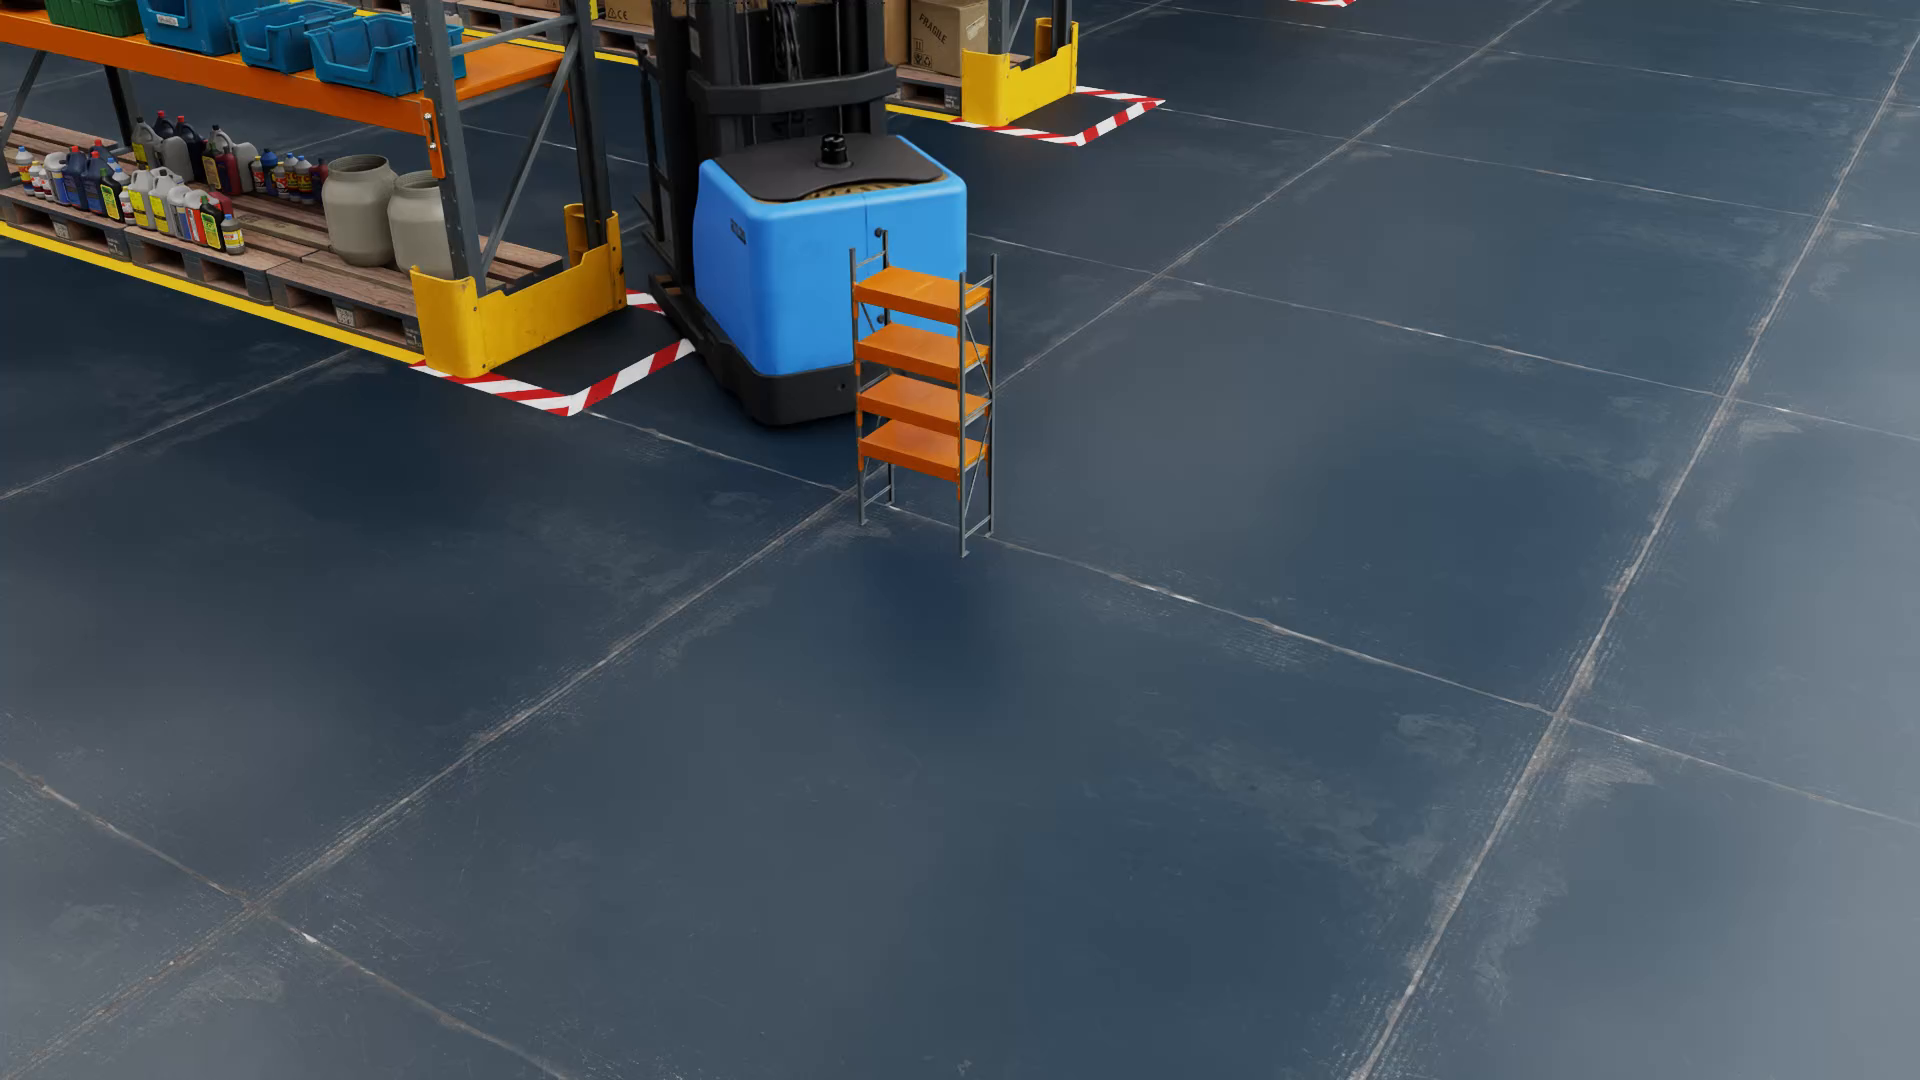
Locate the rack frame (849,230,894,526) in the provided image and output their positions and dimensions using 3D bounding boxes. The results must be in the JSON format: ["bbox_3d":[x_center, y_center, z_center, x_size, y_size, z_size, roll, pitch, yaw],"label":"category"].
[{"bbox_3d":[-0.347,-0.628,6.636,0.015,1.200,0.240,18,35,27],"label":"rack frame"}]

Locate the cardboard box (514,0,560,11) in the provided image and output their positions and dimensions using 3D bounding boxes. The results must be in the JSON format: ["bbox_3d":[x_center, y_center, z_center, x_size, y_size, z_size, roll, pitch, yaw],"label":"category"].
[{"bbox_3d":[-3.388,-4.833,14.102,0.500,0.500,0.700,15,33,24],"label":"cardboard box"}]

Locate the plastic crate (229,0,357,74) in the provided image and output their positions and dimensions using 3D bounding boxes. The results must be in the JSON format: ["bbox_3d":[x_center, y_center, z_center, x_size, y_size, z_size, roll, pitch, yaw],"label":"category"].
[{"bbox_3d":[-3.255,-2.482,8.175,0.408,0.251,0.499,18,35,27],"label":"plastic crate"}]

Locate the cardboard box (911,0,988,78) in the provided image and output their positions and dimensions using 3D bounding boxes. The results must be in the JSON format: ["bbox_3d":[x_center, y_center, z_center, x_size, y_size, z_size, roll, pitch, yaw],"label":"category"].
[{"bbox_3d":[-0.012,-3.754,12.271,0.500,0.500,0.500,25,39,36],"label":"cardboard box"}]

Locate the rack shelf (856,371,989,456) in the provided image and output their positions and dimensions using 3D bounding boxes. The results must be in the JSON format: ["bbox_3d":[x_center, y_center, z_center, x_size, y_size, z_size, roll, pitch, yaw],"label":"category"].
[{"bbox_3d":[-0.140,-0.504,6.558,0.480,0.148,0.258,18,35,27],"label":"rack shelf"}]

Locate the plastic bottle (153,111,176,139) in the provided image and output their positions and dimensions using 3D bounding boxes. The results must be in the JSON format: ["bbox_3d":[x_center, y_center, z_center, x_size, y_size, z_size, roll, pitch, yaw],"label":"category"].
[{"bbox_3d":[-4.814,-2.431,10.133,0.185,0.351,0.144,17,34,26],"label":"plastic bottle"}]

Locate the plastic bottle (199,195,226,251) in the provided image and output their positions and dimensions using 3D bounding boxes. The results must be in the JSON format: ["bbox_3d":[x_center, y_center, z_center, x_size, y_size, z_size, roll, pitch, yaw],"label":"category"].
[{"bbox_3d":[-4.022,-1.709,8.961,0.133,0.283,0.061,18,35,29],"label":"plastic bottle"}]

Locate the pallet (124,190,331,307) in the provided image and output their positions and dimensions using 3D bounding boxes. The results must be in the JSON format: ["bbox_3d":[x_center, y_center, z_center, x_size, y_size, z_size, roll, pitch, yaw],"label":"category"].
[{"bbox_3d":[-3.929,-1.707,9.466,1.213,0.211,1.003,18,35,27],"label":"pallet"}]

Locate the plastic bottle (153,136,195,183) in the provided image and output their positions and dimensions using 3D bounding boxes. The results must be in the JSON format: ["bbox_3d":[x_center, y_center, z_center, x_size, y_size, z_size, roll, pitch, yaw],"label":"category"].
[{"bbox_3d":[-4.709,-2.278,9.944,0.135,0.276,0.152,18,35,27],"label":"plastic bottle"}]

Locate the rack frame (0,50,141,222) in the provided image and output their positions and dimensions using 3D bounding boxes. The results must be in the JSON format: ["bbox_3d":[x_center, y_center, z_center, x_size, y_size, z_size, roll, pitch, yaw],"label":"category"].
[{"bbox_3d":[-5.513,-3.435,9.661,0.127,3.000,1.000,18,35,27],"label":"rack frame"}]

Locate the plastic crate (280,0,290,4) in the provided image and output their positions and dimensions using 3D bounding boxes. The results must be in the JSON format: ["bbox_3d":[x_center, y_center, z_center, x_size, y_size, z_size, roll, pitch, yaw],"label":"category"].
[{"bbox_3d":[-4.003,-2.994,9.168,0.437,0.136,0.530,18,35,27],"label":"plastic crate"}]

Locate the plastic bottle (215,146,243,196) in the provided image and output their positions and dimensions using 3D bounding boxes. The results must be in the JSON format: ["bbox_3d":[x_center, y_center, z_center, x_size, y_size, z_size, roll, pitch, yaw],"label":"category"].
[{"bbox_3d":[-4.299,-2.174,9.758,0.133,0.283,0.061,18,35,27],"label":"plastic bottle"}]

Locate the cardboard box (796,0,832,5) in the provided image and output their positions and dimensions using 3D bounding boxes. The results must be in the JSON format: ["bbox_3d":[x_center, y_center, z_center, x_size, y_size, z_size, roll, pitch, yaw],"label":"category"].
[{"bbox_3d":[-1.056,-4.075,12.822,0.500,0.500,0.500,21,36,32],"label":"cardboard box"}]

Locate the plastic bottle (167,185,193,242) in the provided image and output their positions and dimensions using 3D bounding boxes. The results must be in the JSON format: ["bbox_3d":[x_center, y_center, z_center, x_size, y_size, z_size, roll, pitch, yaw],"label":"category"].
[{"bbox_3d":[-4.230,-1.798,9.122,0.135,0.276,0.152,17,34,26],"label":"plastic bottle"}]

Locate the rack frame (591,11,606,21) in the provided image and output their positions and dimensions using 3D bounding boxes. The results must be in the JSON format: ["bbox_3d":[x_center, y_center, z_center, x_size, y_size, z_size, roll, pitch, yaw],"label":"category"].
[{"bbox_3d":[-2.880,-5.549,13.285,0.127,3.000,1.000,18,35,27],"label":"rack frame"}]

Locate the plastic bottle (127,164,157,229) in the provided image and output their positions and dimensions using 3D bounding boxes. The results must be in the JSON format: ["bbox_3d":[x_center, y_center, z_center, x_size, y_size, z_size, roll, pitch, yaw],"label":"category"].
[{"bbox_3d":[-4.530,-1.923,9.262,0.185,0.351,0.144,17,34,27],"label":"plastic bottle"}]

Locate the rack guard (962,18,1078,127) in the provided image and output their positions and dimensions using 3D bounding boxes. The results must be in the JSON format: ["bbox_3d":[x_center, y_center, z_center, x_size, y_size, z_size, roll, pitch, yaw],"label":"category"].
[{"bbox_3d":[0.444,-3.418,12.113,0.348,0.500,1.175,18,35,27],"label":"rack guard"}]

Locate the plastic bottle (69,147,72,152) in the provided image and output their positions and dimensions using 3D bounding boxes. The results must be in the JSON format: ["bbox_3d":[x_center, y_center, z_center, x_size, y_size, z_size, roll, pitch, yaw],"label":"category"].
[{"bbox_3d":[-5.131,-2.150,9.718,0.133,0.283,0.061,18,35,27],"label":"plastic bottle"}]

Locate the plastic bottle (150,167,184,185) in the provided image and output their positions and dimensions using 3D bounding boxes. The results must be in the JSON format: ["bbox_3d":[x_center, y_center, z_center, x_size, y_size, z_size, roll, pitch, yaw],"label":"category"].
[{"bbox_3d":[-4.472,-1.961,9.401,0.135,0.276,0.152,18,35,27],"label":"plastic bottle"}]

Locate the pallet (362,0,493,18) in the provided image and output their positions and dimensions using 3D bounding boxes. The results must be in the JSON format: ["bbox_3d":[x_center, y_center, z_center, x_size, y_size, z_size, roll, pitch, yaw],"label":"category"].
[{"bbox_3d":[-4.577,-4.879,14.904,1.213,0.211,1.003,18,35,27],"label":"pallet"}]

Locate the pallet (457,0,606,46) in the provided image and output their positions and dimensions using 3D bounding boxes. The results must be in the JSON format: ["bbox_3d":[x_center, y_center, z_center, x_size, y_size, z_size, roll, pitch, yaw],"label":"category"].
[{"bbox_3d":[-3.540,-4.553,14.344,1.213,0.211,1.003,18,35,27],"label":"pallet"}]

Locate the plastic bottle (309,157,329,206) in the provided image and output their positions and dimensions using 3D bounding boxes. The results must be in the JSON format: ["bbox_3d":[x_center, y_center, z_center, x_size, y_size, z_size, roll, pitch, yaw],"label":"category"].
[{"bbox_3d":[-3.677,-2.067,9.576,0.133,0.283,0.061,18,35,28],"label":"plastic bottle"}]

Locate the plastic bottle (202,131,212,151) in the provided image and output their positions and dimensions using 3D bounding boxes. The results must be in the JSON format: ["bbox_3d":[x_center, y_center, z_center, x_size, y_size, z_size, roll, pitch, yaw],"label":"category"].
[{"bbox_3d":[-4.491,-2.325,10.018,0.133,0.283,0.061,20,36,31],"label":"plastic bottle"}]

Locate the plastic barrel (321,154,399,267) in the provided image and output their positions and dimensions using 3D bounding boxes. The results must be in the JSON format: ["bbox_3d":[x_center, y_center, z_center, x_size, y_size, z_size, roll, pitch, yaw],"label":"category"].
[{"bbox_3d":[-3.147,-1.748,8.822,0.421,0.512,0.421,0,30,0],"label":"plastic barrel"}]

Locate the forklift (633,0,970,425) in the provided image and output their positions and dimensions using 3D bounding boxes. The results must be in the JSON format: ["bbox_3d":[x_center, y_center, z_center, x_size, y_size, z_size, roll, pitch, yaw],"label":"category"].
[{"bbox_3d":[-1.014,-2.507,8.139,1.130,2.935,3.031,-13,33,-20],"label":"forklift"}]

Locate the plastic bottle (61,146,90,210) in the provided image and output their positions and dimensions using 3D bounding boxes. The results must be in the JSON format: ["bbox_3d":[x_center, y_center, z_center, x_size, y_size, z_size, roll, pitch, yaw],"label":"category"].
[{"bbox_3d":[-5.050,-2.088,9.544,0.185,0.351,0.144,19,35,29],"label":"plastic bottle"}]

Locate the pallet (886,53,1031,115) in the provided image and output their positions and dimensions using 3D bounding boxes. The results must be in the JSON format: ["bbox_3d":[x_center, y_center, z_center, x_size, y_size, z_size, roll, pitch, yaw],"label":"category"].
[{"bbox_3d":[-0.225,-3.526,12.585,1.213,0.211,1.003,18,35,27],"label":"pallet"}]

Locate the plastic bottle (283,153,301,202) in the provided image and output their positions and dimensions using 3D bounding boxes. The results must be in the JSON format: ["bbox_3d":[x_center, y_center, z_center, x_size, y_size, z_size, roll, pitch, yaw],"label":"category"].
[{"bbox_3d":[-3.870,-2.112,9.665,0.097,0.271,0.097,0,30,0],"label":"plastic bottle"}]

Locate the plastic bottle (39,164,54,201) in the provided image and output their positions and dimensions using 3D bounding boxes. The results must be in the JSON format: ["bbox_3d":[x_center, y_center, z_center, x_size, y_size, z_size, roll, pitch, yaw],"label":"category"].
[{"bbox_3d":[-5.304,-2.090,9.695,0.097,0.201,0.097,0,30,0],"label":"plastic bottle"}]

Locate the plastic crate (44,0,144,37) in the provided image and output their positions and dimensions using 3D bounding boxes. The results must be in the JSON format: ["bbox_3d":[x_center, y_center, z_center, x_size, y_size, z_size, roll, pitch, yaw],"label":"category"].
[{"bbox_3d":[-4.513,-2.859,8.885,0.662,0.188,0.450,18,35,27],"label":"plastic crate"}]

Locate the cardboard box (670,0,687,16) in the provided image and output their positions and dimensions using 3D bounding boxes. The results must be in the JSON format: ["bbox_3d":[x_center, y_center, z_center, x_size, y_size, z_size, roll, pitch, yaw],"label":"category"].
[{"bbox_3d":[-2.073,-4.376,13.339,0.500,0.500,0.500,-23,37,-33],"label":"cardboard box"}]

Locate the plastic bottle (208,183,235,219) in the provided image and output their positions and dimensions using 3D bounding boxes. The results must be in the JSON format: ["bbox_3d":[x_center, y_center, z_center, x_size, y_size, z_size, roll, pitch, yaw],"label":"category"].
[{"bbox_3d":[-4.056,-1.810,9.135,0.133,0.283,0.061,18,35,27],"label":"plastic bottle"}]

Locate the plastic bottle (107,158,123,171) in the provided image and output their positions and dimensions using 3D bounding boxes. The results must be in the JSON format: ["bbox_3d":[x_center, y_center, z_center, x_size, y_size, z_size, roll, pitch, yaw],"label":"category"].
[{"bbox_3d":[-4.863,-2.066,9.586,0.097,0.271,0.097,0,30,0],"label":"plastic bottle"}]

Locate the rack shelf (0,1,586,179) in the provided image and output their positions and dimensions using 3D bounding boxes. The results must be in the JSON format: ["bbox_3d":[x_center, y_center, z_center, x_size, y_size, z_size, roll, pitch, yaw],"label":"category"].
[{"bbox_3d":[-3.819,-2.589,8.924,4.000,0.370,1.077,18,35,27],"label":"rack shelf"}]

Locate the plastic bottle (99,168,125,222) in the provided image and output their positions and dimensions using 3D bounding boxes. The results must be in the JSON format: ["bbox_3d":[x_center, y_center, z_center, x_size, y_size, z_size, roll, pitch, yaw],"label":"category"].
[{"bbox_3d":[-4.772,-1.946,9.368,0.133,0.283,0.061,19,35,29],"label":"plastic bottle"}]

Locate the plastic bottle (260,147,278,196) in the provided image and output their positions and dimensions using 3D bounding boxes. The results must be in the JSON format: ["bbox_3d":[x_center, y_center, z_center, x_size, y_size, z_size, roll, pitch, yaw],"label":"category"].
[{"bbox_3d":[-4.042,-2.167,9.758,0.097,0.271,0.097,0,30,0],"label":"plastic bottle"}]

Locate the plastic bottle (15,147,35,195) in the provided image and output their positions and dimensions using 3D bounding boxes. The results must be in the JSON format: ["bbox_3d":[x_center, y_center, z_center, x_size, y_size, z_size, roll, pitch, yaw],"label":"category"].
[{"bbox_3d":[-5.476,-2.174,9.771,0.097,0.271,0.097,0,30,0],"label":"plastic bottle"}]

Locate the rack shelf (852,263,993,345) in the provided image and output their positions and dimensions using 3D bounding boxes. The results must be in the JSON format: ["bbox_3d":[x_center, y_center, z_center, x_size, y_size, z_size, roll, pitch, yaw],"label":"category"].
[{"bbox_3d":[-0.140,-0.902,6.326,0.480,0.148,0.258,18,35,27],"label":"rack shelf"}]

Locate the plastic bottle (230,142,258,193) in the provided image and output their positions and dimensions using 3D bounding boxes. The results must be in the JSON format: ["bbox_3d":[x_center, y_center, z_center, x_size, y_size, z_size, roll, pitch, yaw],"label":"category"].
[{"bbox_3d":[-4.242,-2.216,9.838,0.135,0.276,0.152,18,35,28],"label":"plastic bottle"}]

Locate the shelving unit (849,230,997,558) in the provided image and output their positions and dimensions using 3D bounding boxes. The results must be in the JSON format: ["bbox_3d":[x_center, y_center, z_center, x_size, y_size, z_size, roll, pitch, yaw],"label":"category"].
[{"bbox_3d":[-0.140,-0.563,6.524,0.503,1.200,0.258,18,35,27],"label":"shelving unit"}]

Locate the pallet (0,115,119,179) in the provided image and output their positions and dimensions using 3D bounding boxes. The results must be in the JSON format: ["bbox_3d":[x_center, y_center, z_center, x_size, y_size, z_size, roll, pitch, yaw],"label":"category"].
[{"bbox_3d":[-6.199,-2.424,10.696,1.213,0.211,1.003,18,35,27],"label":"pallet"}]
